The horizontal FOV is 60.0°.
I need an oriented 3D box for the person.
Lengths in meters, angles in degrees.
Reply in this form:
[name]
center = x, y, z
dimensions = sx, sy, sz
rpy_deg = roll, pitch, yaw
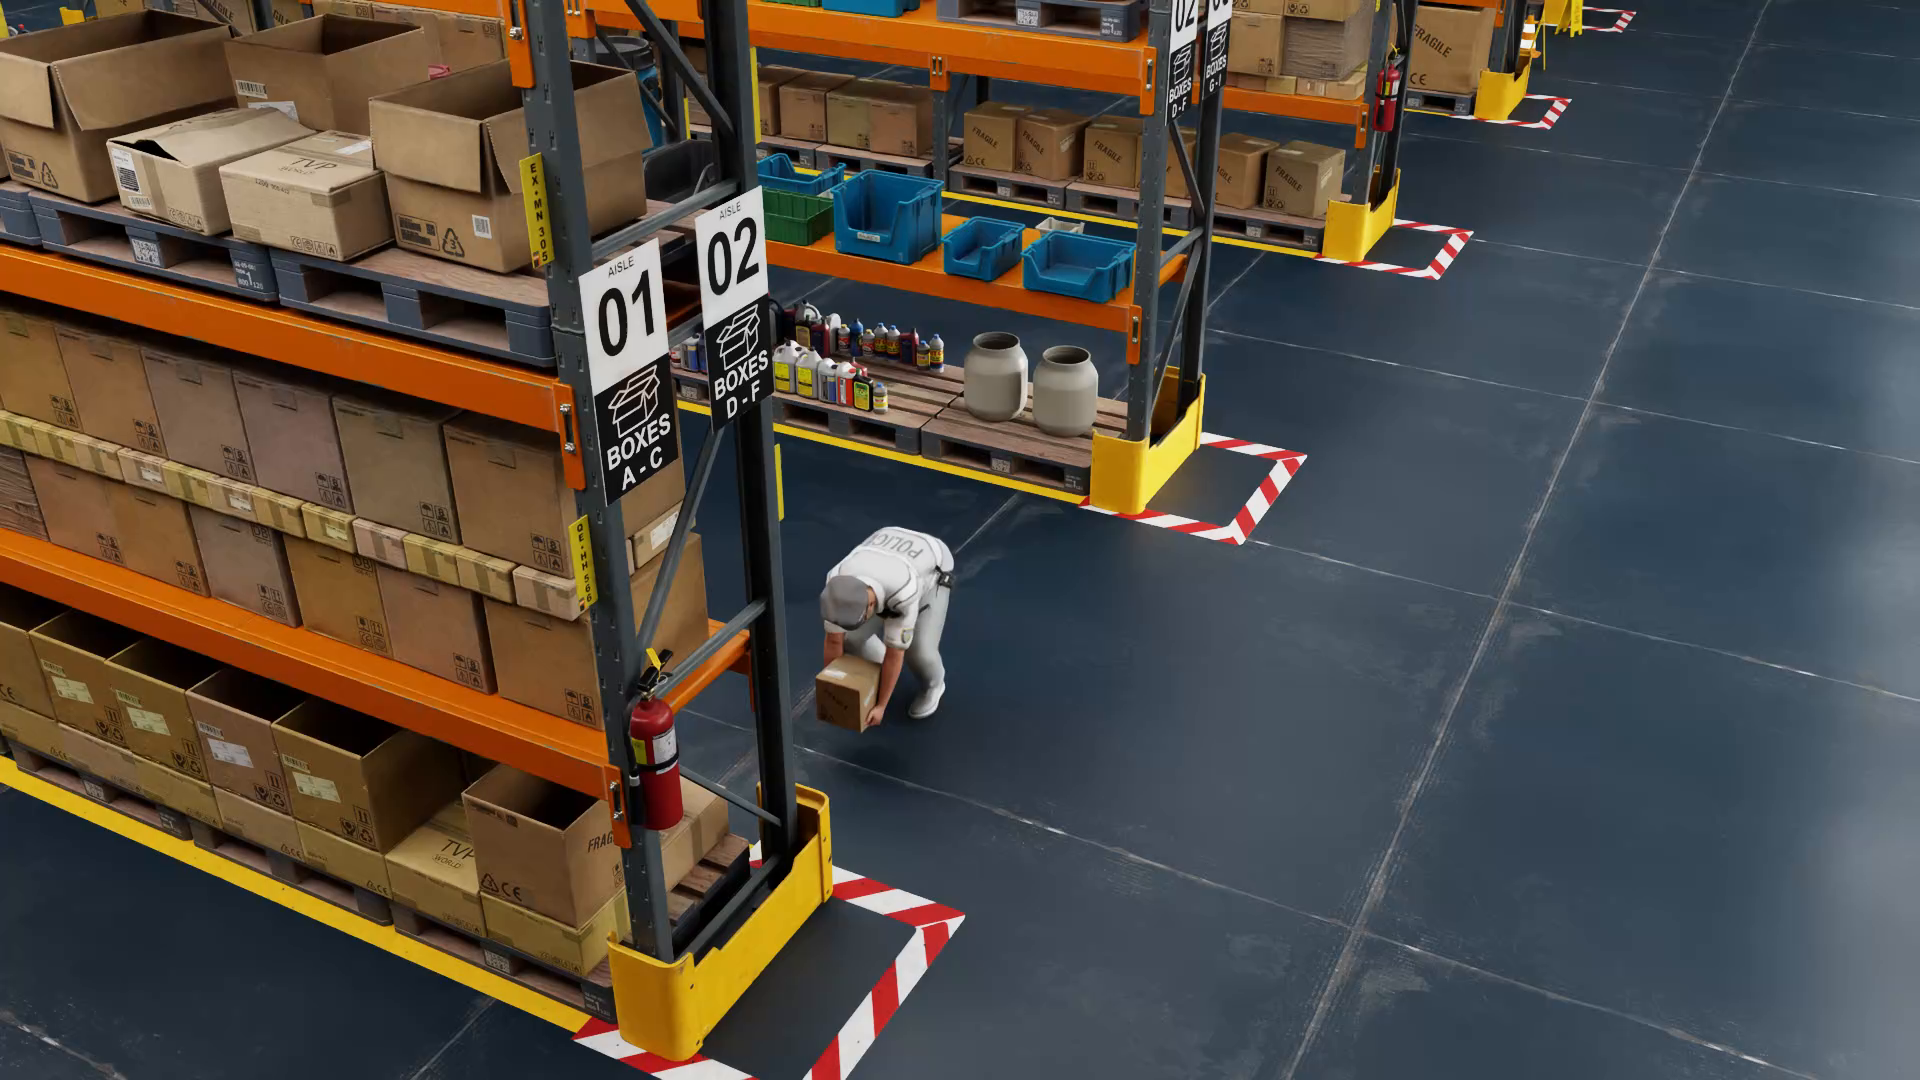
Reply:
[person]
center = -0.374, 0.450, 8.232
dimensions = 0.543, 1.028, 1.024
rpy_deg = 13, 32, 21
